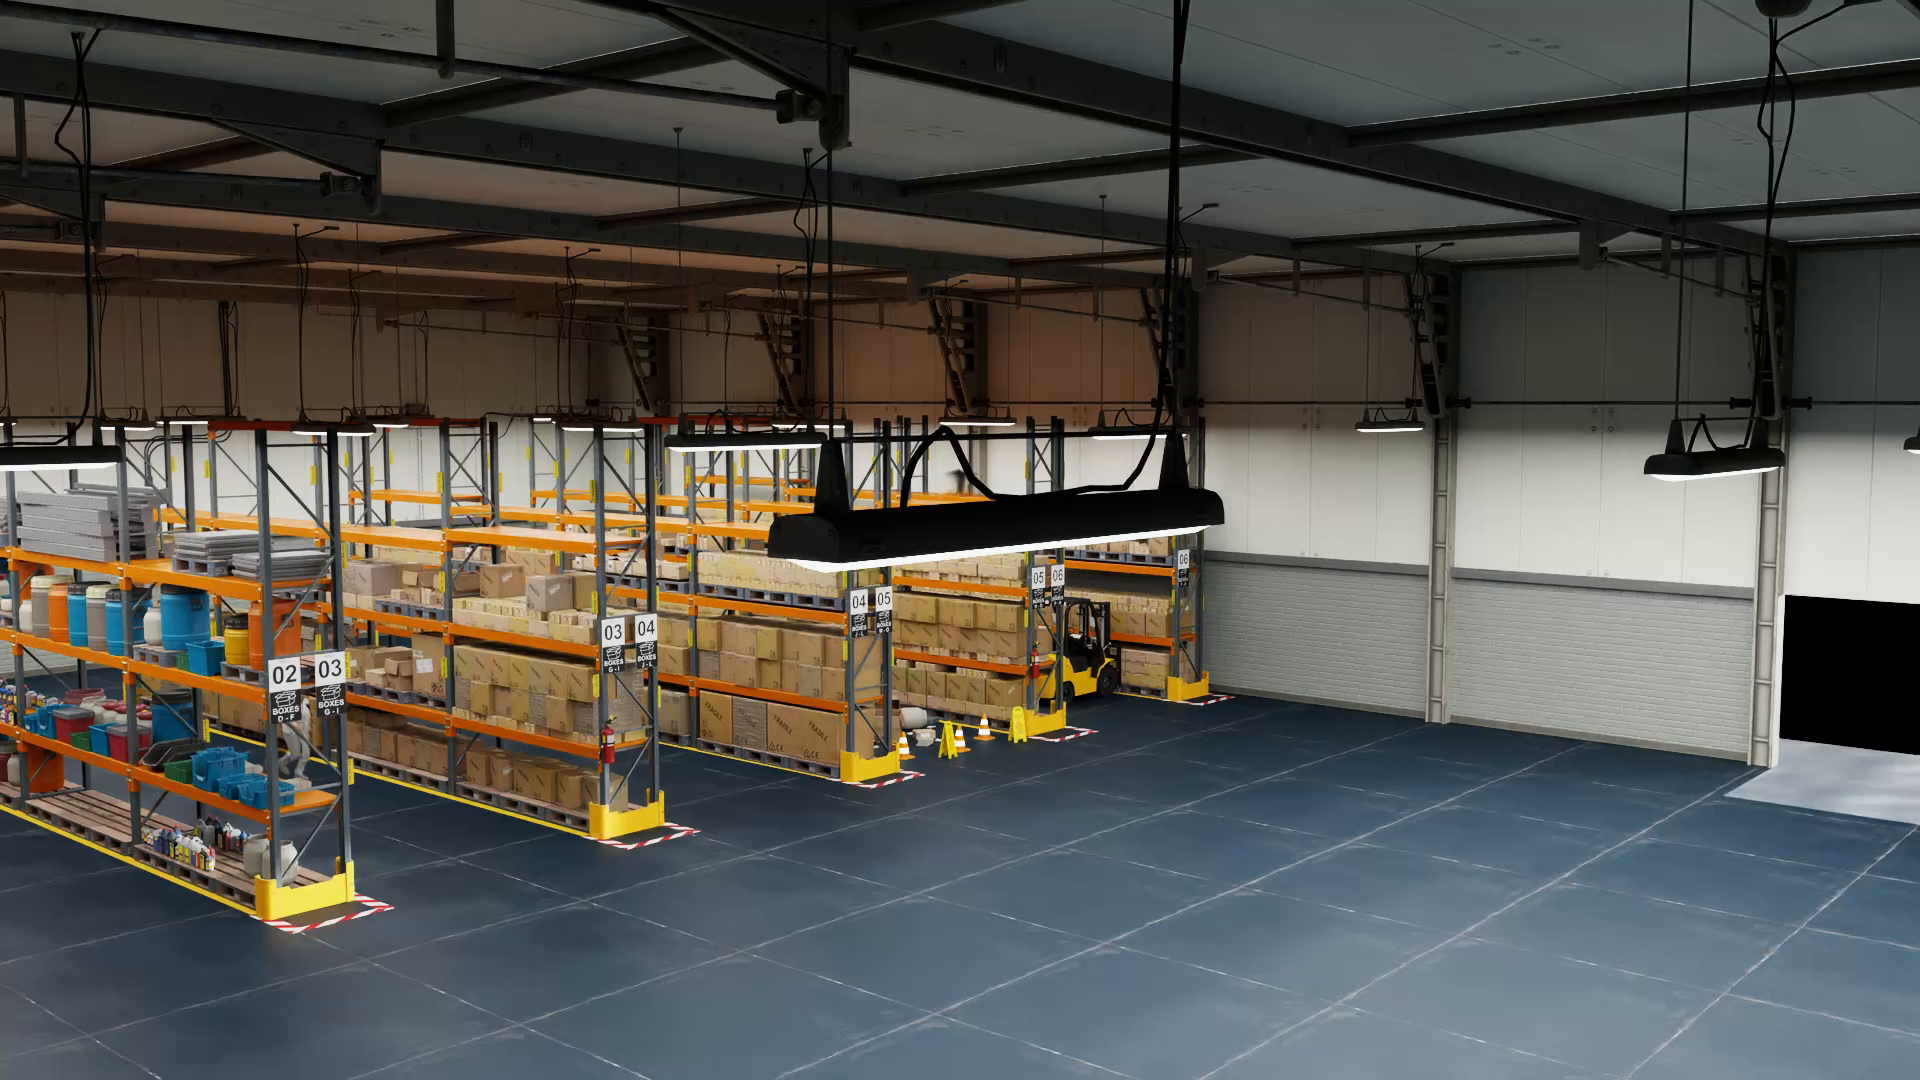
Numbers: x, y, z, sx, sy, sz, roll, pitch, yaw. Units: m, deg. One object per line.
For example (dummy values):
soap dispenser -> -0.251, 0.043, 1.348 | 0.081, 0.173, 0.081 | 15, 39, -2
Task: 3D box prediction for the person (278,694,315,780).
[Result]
person -> -11.183, 3.221, 27.944 | 0.656, 1.613, 0.606 | 3, 6, 32
